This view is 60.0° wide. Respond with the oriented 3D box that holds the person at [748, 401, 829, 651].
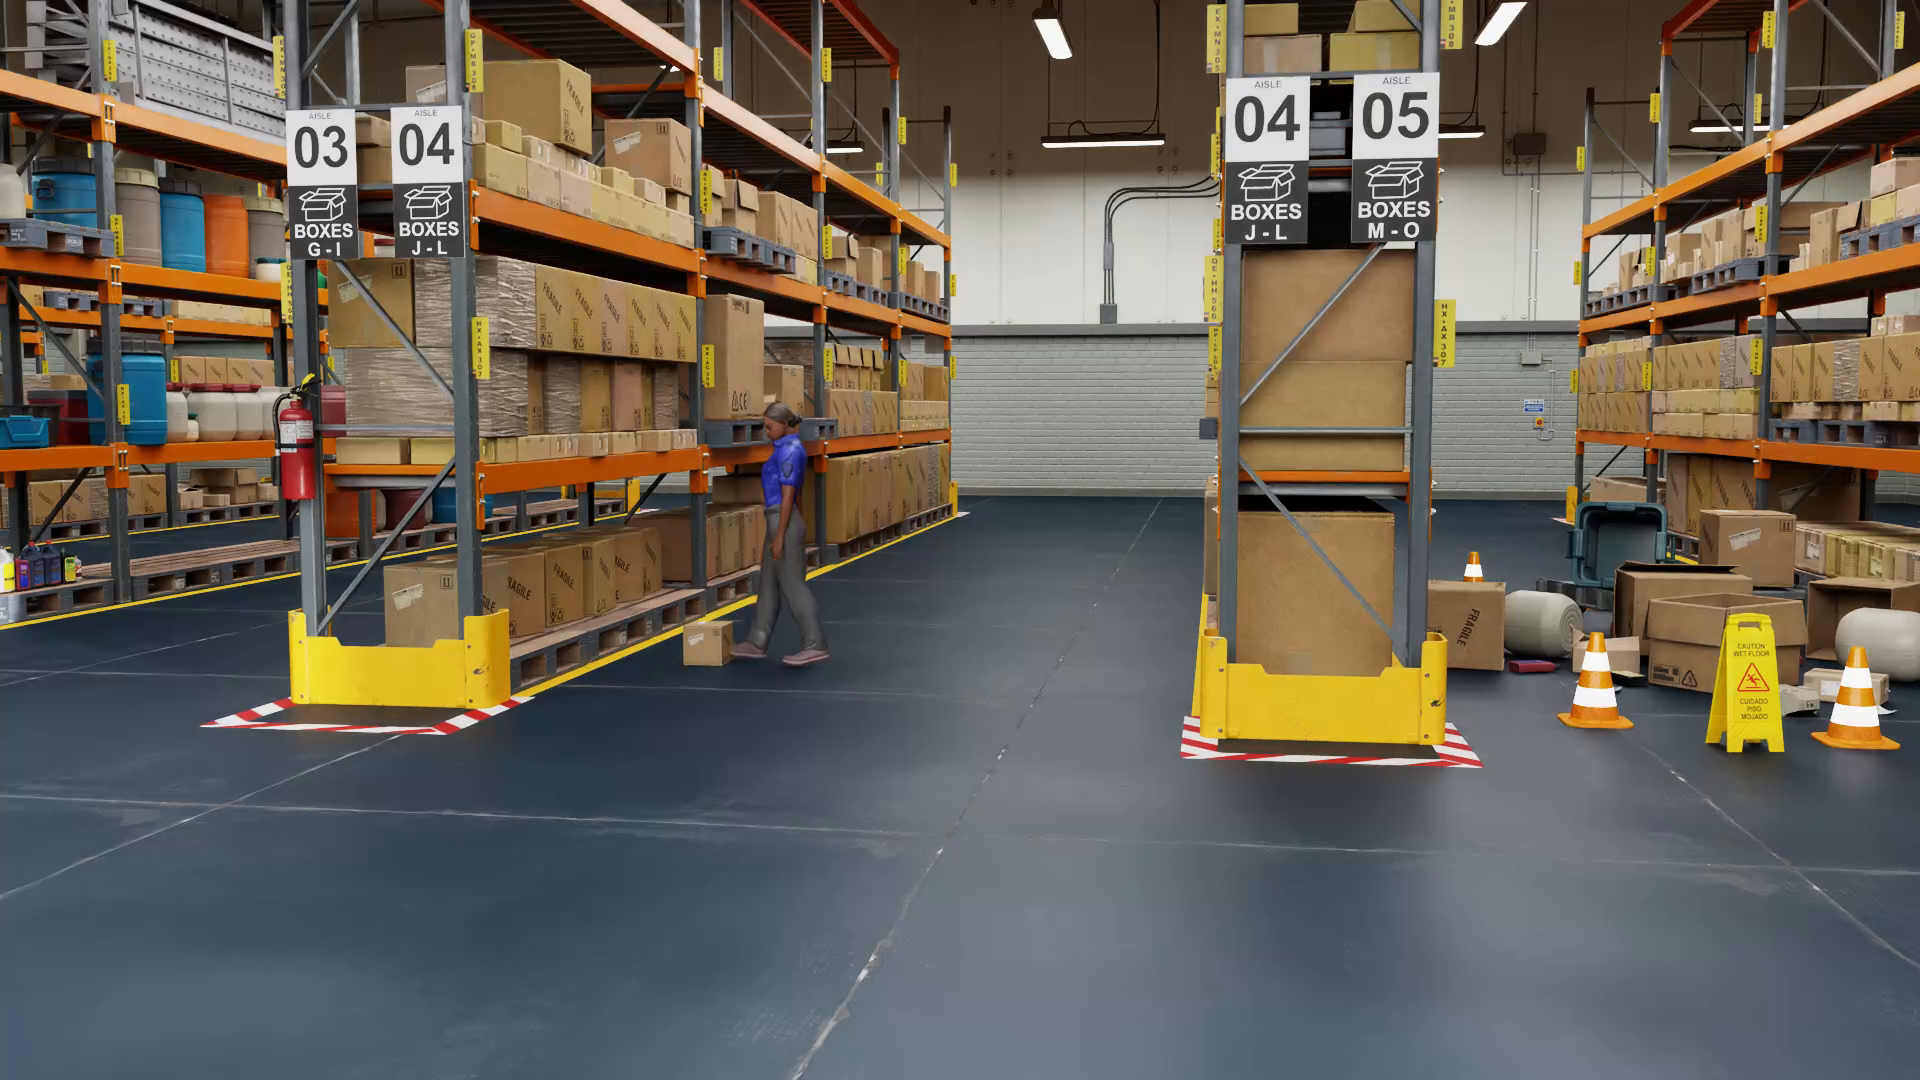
[{"bbox_3d":[-1.085,-0.075,10.410,0.541,1.586,0.471,0,5,3],"label":"person"}]
